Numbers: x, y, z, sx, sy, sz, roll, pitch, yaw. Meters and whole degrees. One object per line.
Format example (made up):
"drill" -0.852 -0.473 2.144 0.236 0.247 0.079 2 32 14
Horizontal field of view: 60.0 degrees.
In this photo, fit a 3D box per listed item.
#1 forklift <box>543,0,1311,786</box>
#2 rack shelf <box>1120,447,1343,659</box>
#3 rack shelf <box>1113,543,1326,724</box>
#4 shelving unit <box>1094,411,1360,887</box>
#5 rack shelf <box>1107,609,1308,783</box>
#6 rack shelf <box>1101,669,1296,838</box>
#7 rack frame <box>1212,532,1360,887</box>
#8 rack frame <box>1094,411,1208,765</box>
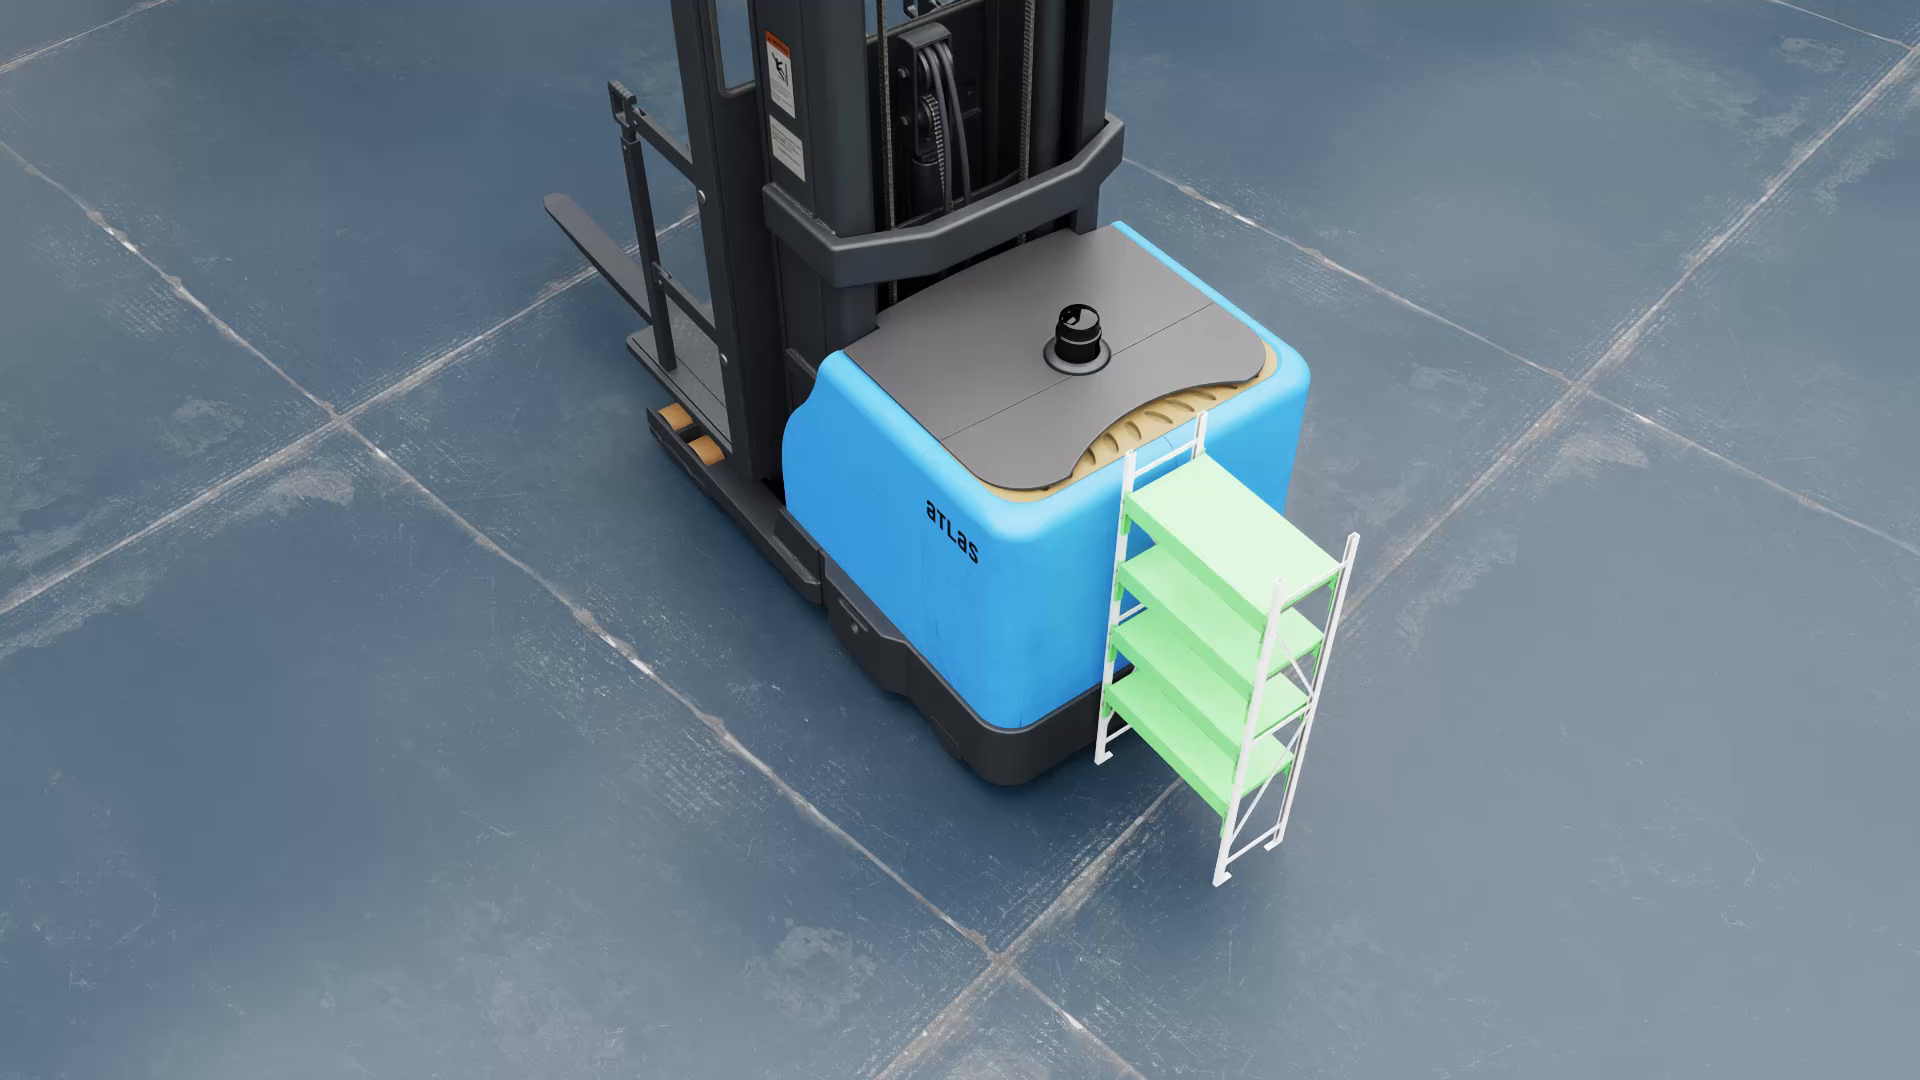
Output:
"forklift" -0.370 -1.368 4.524 1.130 2.935 3.031 -28 53 -24
"rack shelf" 0.623 0.022 3.836 0.258 0.148 0.480 -28 53 -24
"rack shelf" 0.623 0.186 4.010 0.258 0.148 0.480 -28 53 -24
"shelving unit" 0.623 0.307 4.139 0.258 1.200 0.503 -28 53 -24
"rack shelf" 0.623 0.351 4.185 0.258 0.148 0.480 -28 53 -24
"rack shelf" 0.623 0.515 4.360 0.258 0.148 0.480 -28 53 -24
"rack frame" 0.768 0.450 4.005 0.240 1.200 0.015 -28 53 -24
"rack frame" 0.478 0.164 4.273 0.240 1.200 0.015 -28 53 -24
